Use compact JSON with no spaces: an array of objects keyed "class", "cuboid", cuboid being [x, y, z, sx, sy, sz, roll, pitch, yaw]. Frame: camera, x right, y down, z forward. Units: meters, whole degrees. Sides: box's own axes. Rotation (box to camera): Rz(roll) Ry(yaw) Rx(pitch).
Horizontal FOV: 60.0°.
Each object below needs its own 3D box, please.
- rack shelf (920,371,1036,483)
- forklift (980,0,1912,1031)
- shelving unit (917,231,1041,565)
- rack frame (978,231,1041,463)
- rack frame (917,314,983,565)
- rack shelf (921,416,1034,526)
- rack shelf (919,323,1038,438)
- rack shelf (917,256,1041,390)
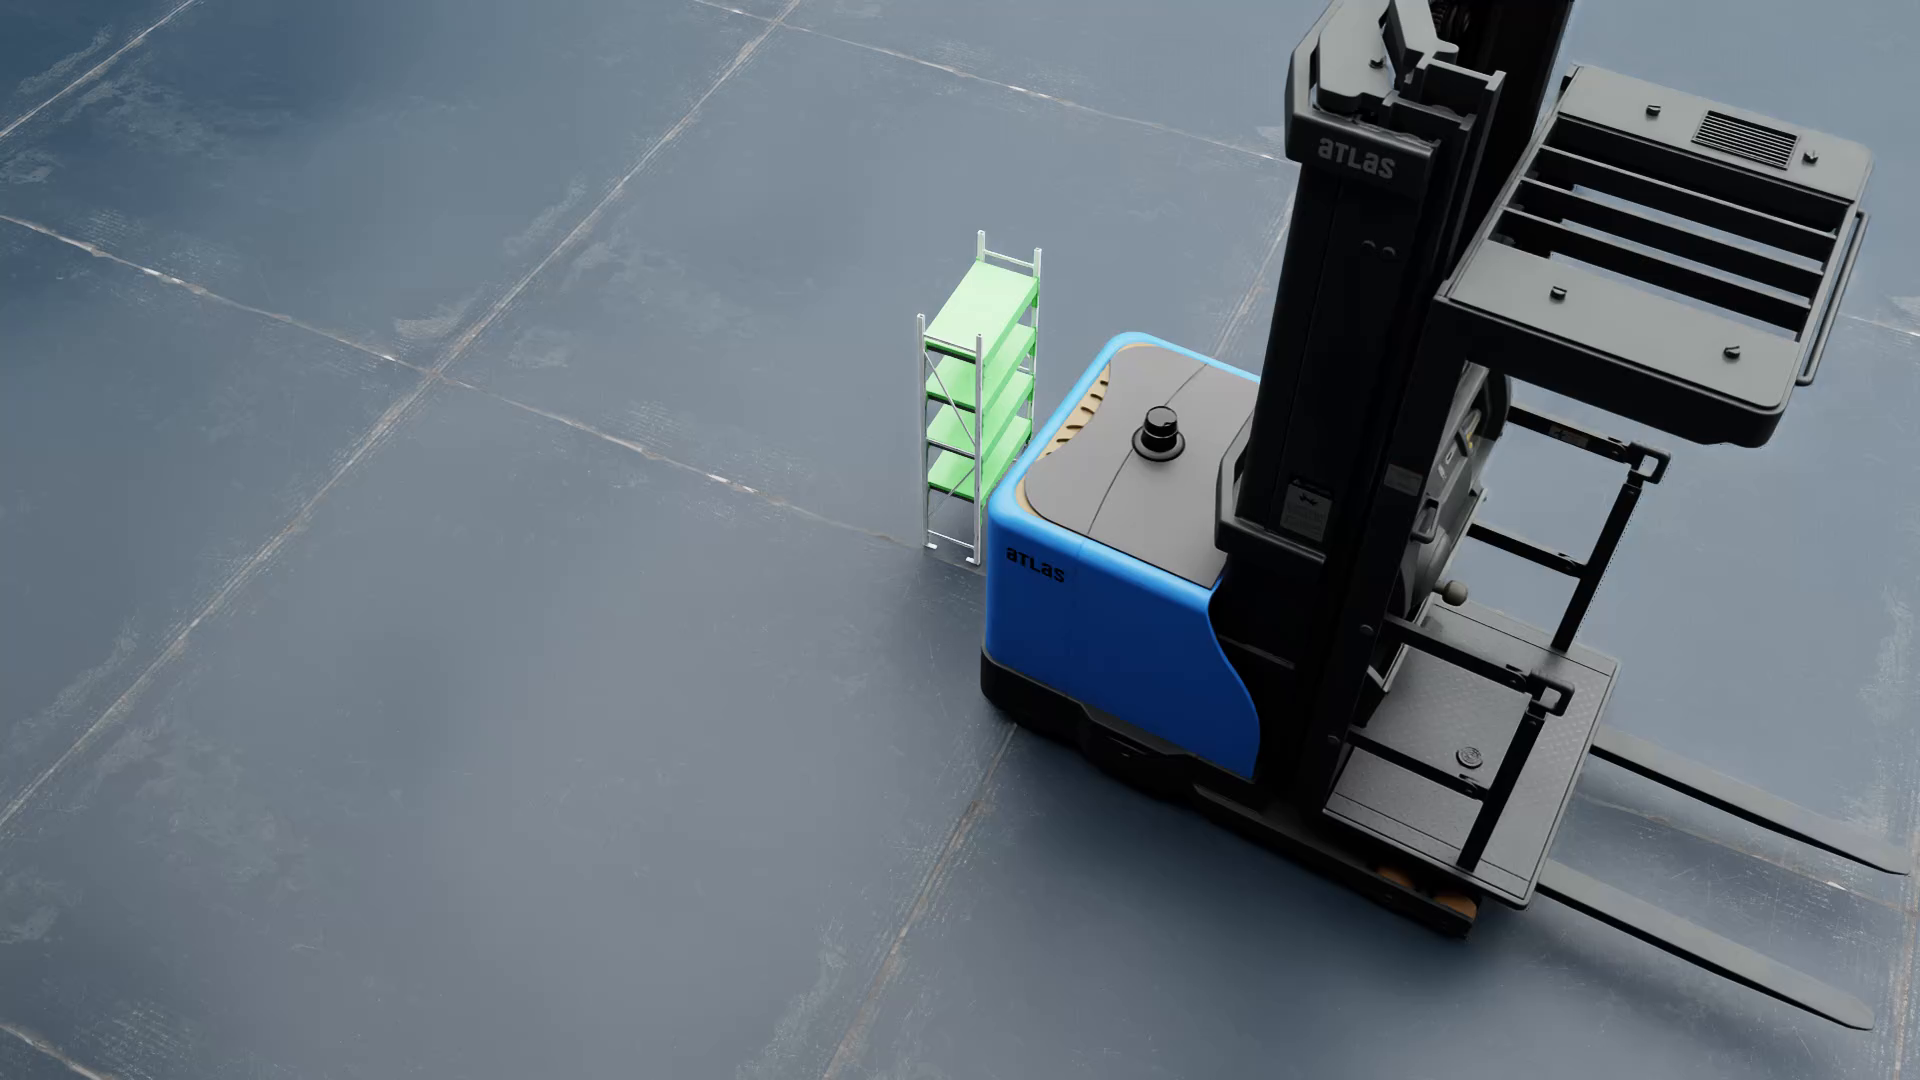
[{"class":"rack shelf","cuboid":[0.071,-0.461,6.254,0.258,0.148,0.480,20,52,16]},{"class":"forklift","cuboid":[1.608,-0.122,4.745,3.031,2.935,1.130,24,54,19]},{"class":"shelving unit","cuboid":[0.071,-0.503,6.205,0.258,1.200,0.503,20,52,16]},{"class":"rack frame","cuboid":[0.175,-0.671,6.348,0.240,1.200,0.015,20,52,16]},{"class":"rack frame","cuboid":[-0.034,-0.335,6.062,0.240,1.200,0.015,20,52,16]},{"class":"rack shelf","cuboid":[0.071,-0.306,6.437,0.258,0.148,0.480,20,52,16]},{"class":"rack shelf","cuboid":[0.071,-0.617,6.071,0.258,0.148,0.480,20,52,16]},{"class":"rack shelf","cuboid":[0.071,-0.772,5.888,0.258,0.148,0.480,20,52,16]}]
